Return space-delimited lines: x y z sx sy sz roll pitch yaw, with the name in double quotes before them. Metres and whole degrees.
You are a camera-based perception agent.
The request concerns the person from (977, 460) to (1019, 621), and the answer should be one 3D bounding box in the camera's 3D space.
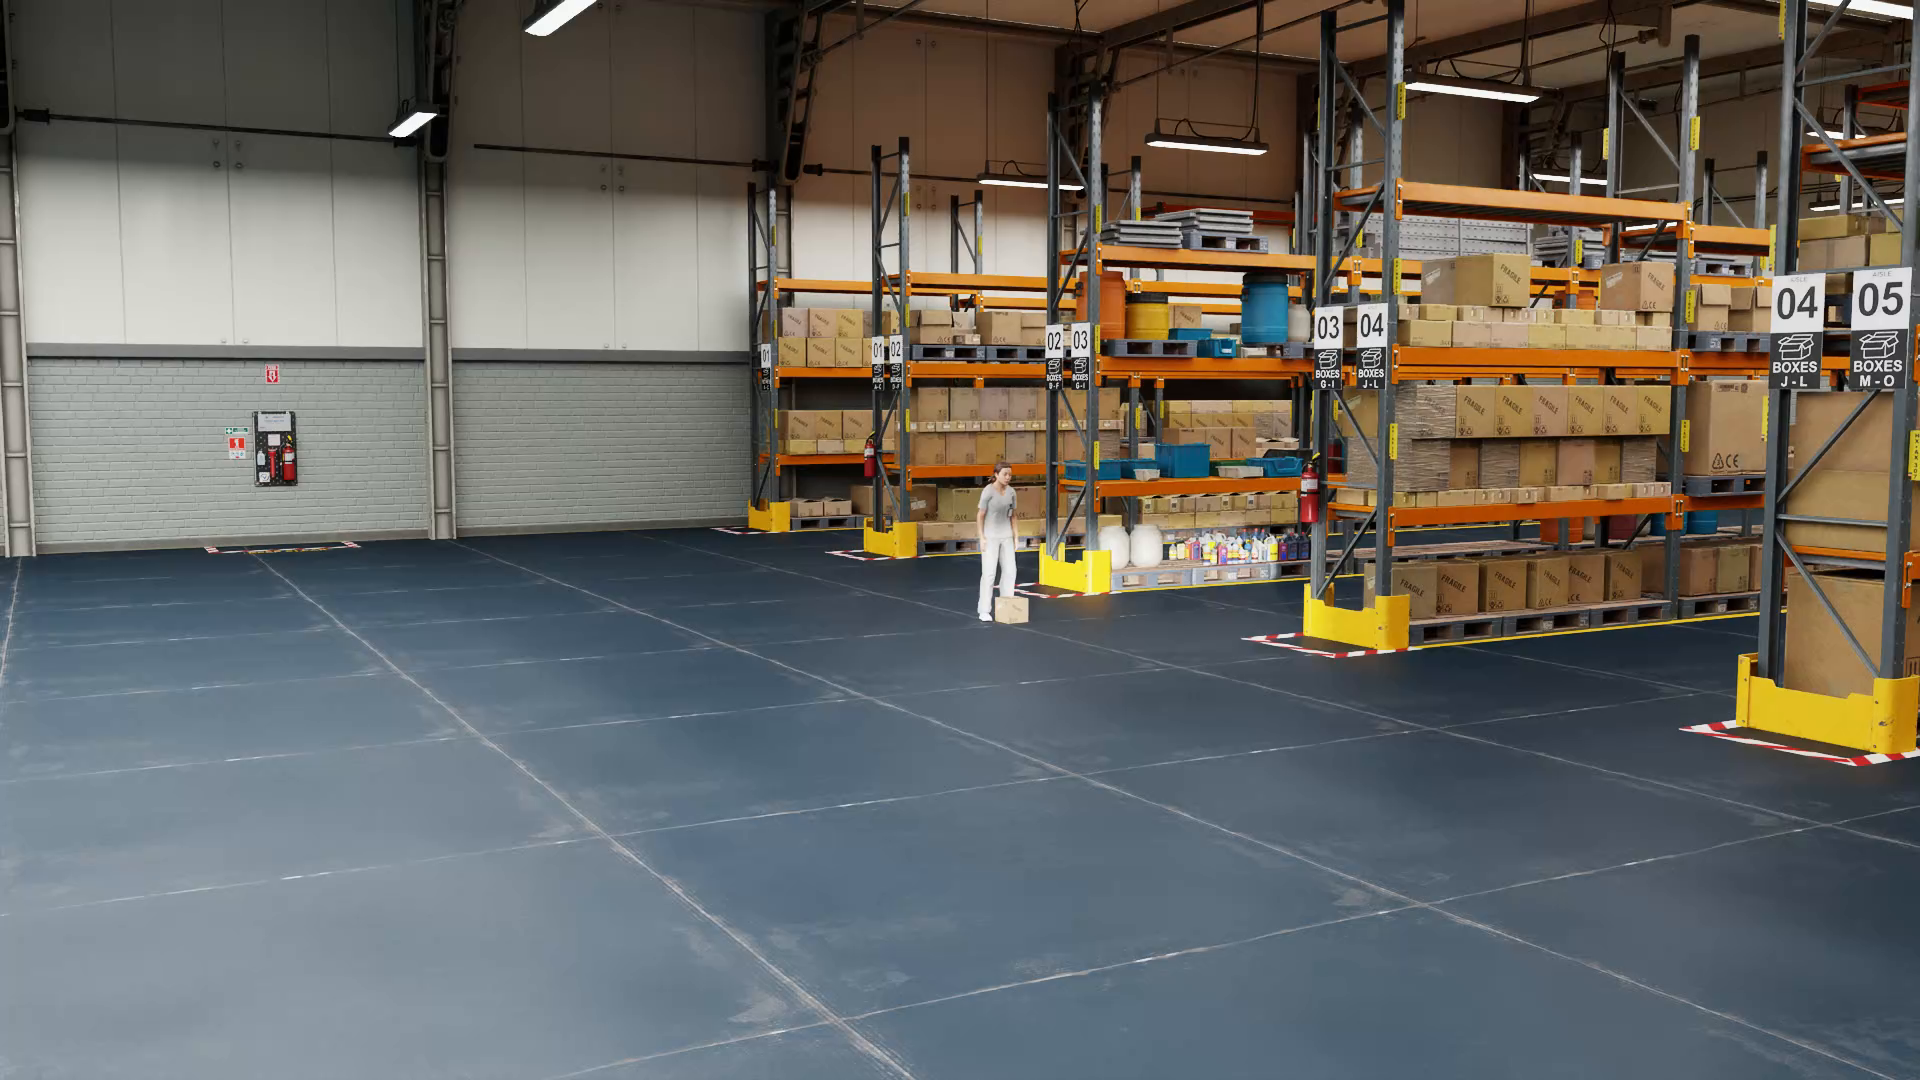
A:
"person" 0.419 0.001 17.455 0.487 1.672 0.413 -3 6 -30
